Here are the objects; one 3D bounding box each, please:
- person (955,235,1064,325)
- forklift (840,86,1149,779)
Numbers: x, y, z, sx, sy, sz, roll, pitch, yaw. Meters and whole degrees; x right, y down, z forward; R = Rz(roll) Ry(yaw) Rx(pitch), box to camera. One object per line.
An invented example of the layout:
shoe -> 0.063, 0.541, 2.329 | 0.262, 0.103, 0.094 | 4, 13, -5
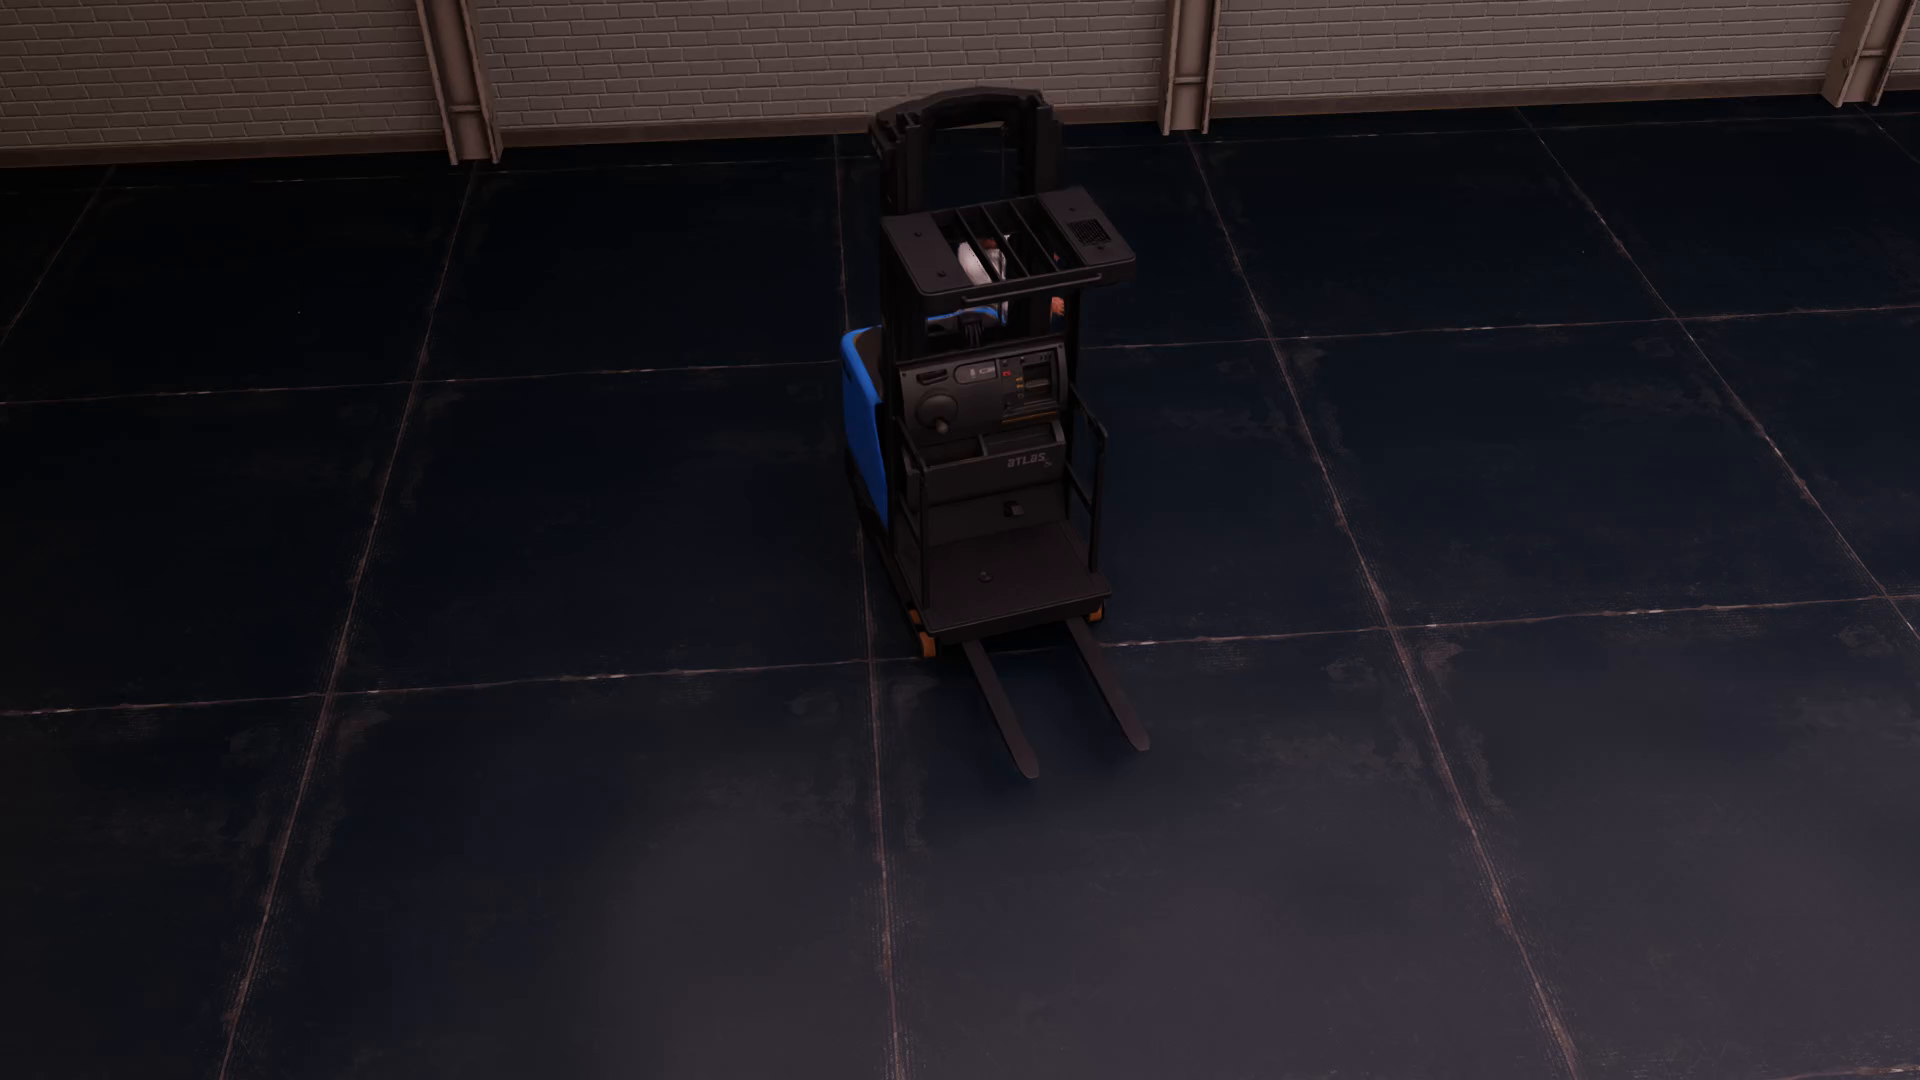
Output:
person -> 0.334, -1.489, 10.773 | 0.775, 1.569, 0.837 | 4, 41, 4
forklift -> 0.199, -0.736, 8.799 | 1.130, 2.935, 3.031 | -12, 42, -13
